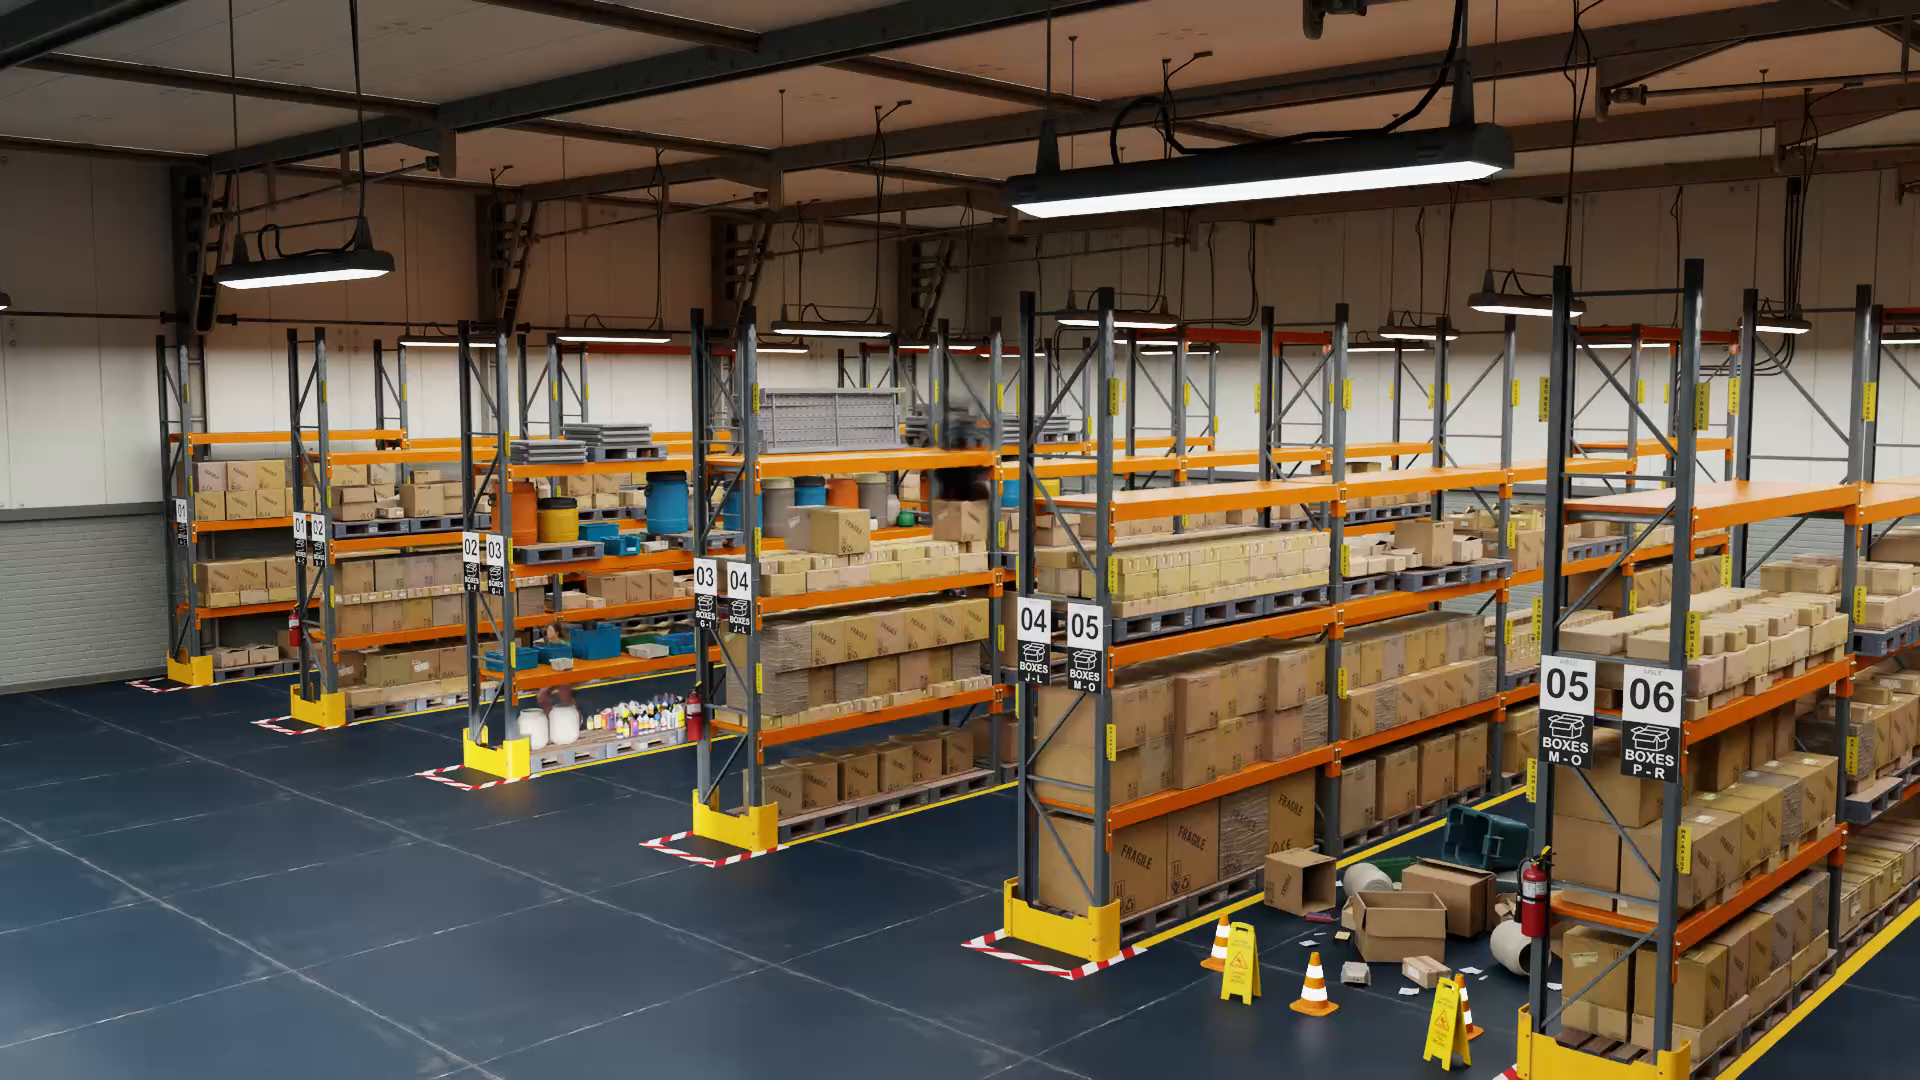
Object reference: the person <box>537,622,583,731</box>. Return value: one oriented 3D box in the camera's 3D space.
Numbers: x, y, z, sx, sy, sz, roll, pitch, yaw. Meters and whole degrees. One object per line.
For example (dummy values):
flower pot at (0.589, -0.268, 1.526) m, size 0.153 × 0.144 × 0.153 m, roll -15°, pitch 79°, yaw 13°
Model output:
person at (-5.901, 2.055, 24.537) m, size 0.493 × 1.681 × 0.799 m, roll 4°, pitch 6°, yaw 33°
